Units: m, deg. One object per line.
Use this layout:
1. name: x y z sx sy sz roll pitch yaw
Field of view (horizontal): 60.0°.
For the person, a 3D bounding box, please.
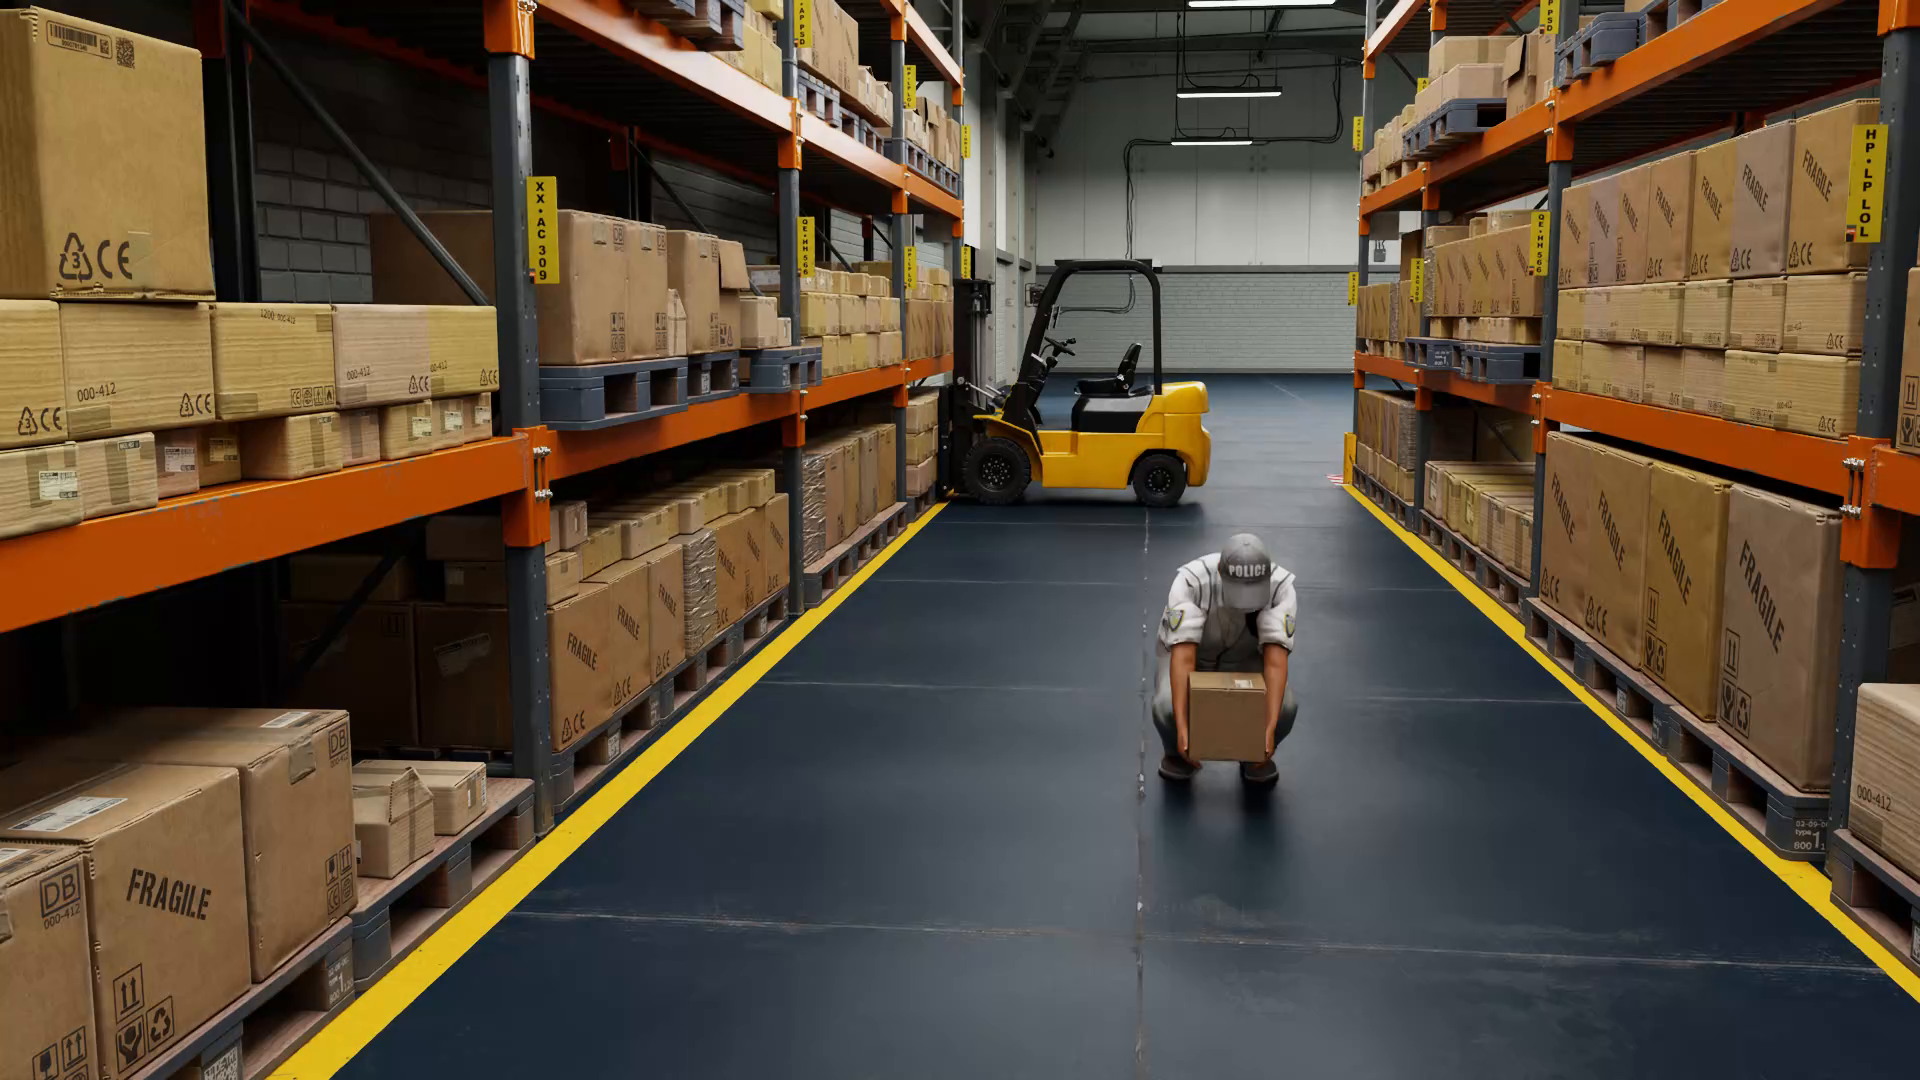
1. person: 0.945 0.414 5.967 0.517 0.948 0.874 1 8 5
